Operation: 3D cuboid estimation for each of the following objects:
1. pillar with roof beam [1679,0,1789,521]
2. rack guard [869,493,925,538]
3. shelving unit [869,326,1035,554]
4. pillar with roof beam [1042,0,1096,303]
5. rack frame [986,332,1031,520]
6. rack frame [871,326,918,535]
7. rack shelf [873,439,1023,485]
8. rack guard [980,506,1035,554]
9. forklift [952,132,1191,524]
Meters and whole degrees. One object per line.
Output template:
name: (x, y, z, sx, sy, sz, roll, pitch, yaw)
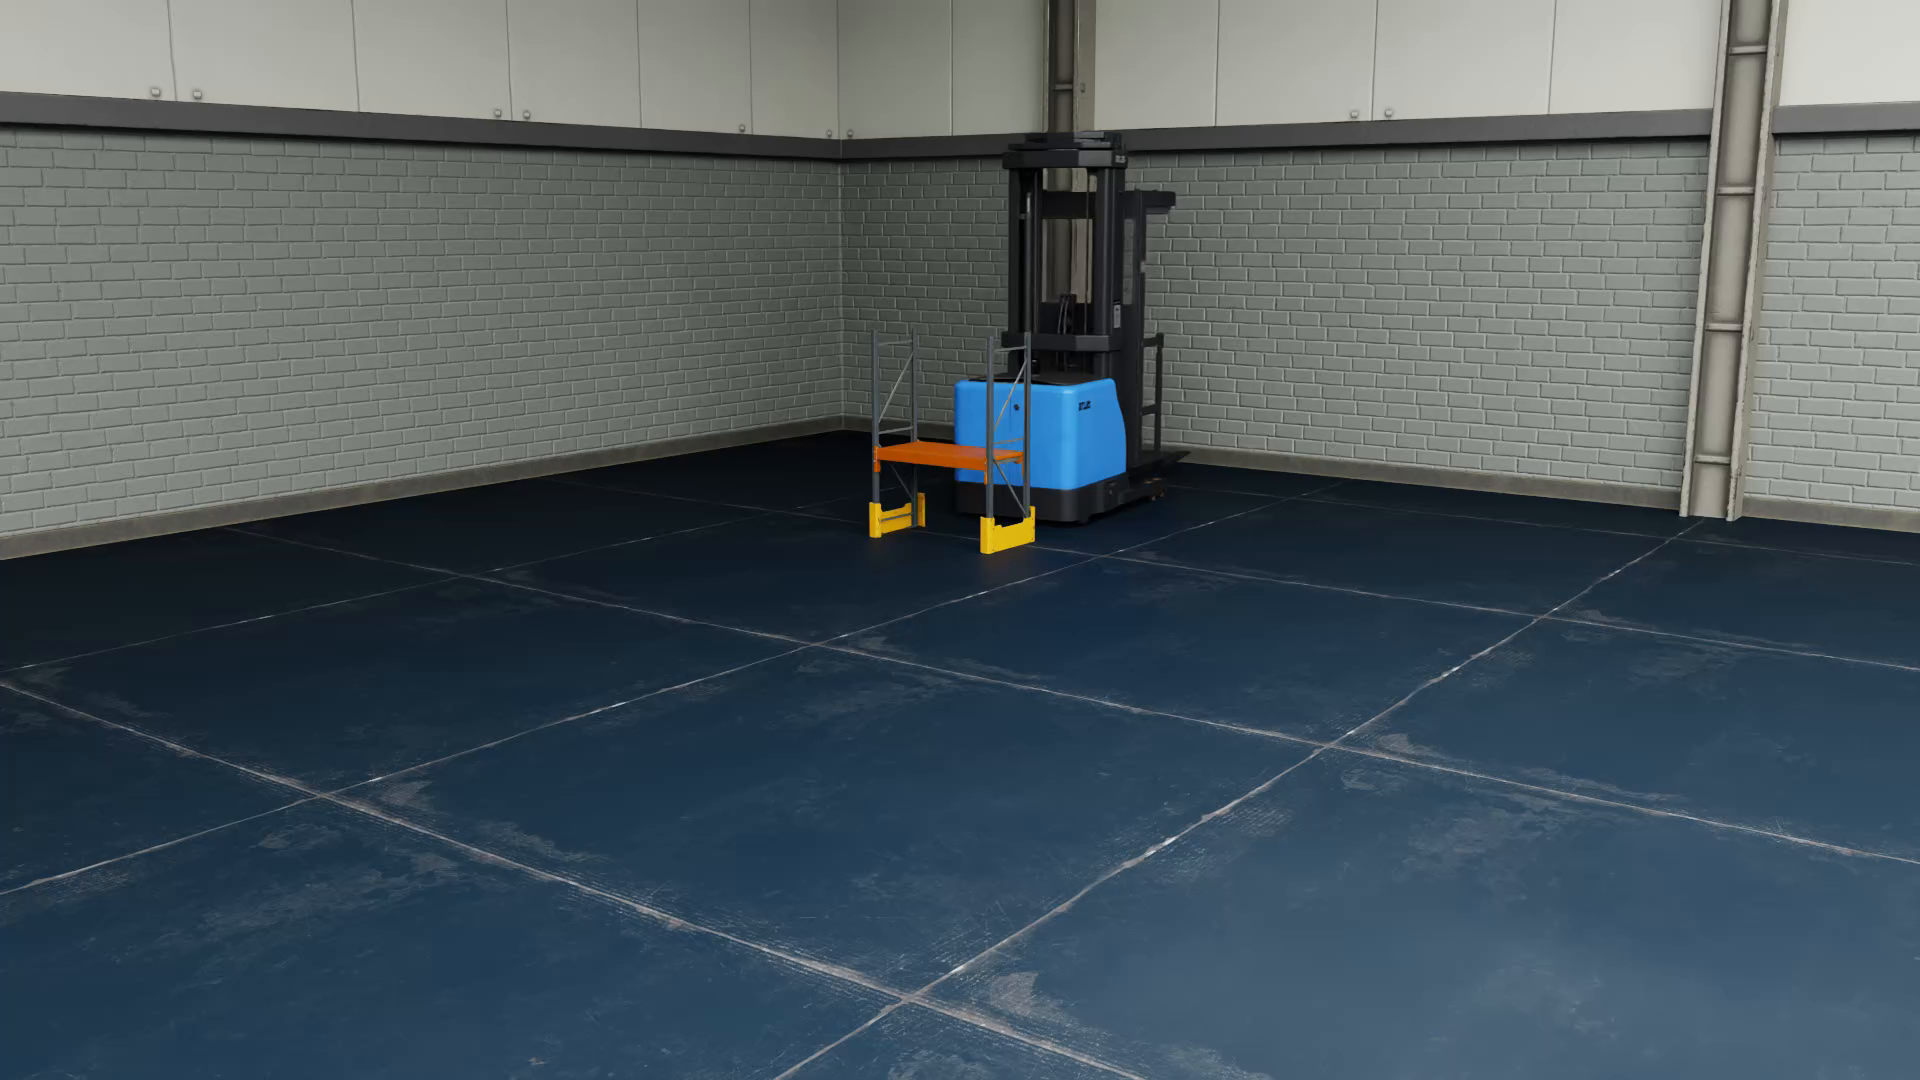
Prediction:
pillar with roof beam: (3.326, -3.950, 8.753, 0.400, 9.000, 9.100, 8, 13, 36)
rack guard: (-0.463, -0.187, 12.340, 0.087, 0.250, 0.587, 8, 13, 36)
shelving unit: (-0.061, -0.745, 11.932, 1.083, 1.500, 0.587, 8, 13, 36)
pillar with roof beam: (-1.510, -4.624, 12.240, 0.400, 9.000, 9.100, 8, 13, 36)
rack frame: (0.341, -0.689, 11.641, 0.032, 1.500, 0.500, 8, 13, 36)
rack frame: (-0.478, -0.803, 12.232, 0.032, 1.500, 0.500, 8, 13, 36)
rack shelf: (-0.069, -0.569, 11.971, 1.000, 0.185, 0.538, 8, 13, 36)
rack guard: (0.340, -0.075, 11.761, 0.087, 0.250, 0.587, 8, 13, 36)
forklift: (1.077, -1.796, 13.594, 1.130, 2.935, 3.031, 6, 12, 27)
